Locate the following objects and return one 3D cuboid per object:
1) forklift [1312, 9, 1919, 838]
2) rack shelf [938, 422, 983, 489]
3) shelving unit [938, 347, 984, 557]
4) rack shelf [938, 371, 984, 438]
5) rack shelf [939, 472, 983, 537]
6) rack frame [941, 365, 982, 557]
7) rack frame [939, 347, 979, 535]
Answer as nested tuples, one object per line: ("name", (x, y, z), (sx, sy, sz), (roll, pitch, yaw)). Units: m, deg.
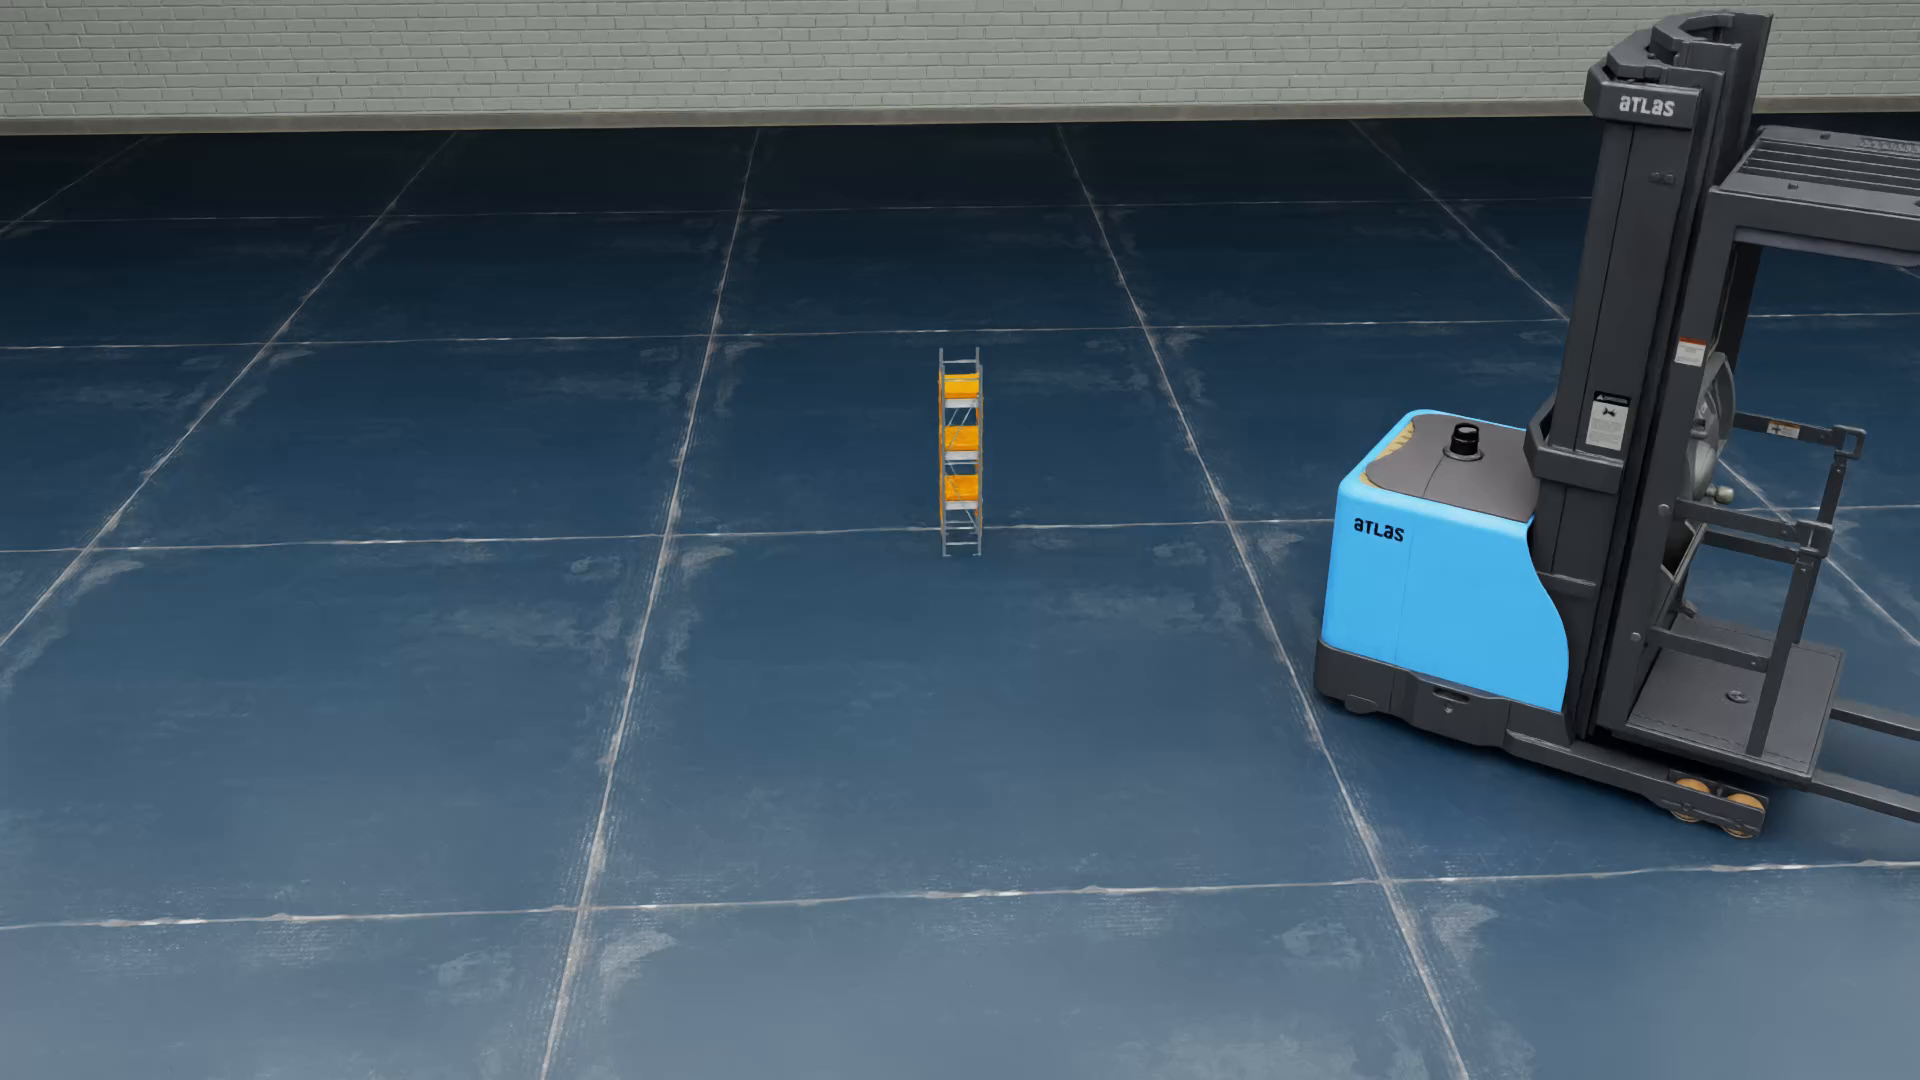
("forklift", (3.086, -0.415, 6.377), (3.031, 2.935, 1.130), (16, 32, 28))
("rack shelf", (0.003, -0.431, 8.465), (0.215, 0.259, 0.240), (-1, 28, -3))
("shelving unit", (0.003, -0.441, 8.460), (0.215, 1.050, 0.252), (-1, 28, -3))
("rack shelf", (0.003, -0.683, 8.334), (0.215, 0.259, 0.240), (-1, 28, -3))
("rack shelf", (0.003, -0.185, 8.593), (0.215, 0.259, 0.240), (-1, 28, -3))
("rack frame", (0.009, -0.384, 8.352), (0.200, 1.050, 0.008), (-1, 28, -3))
("rack frame", (-0.004, -0.497, 8.568), (0.200, 1.050, 0.008), (-1, 28, -3))
